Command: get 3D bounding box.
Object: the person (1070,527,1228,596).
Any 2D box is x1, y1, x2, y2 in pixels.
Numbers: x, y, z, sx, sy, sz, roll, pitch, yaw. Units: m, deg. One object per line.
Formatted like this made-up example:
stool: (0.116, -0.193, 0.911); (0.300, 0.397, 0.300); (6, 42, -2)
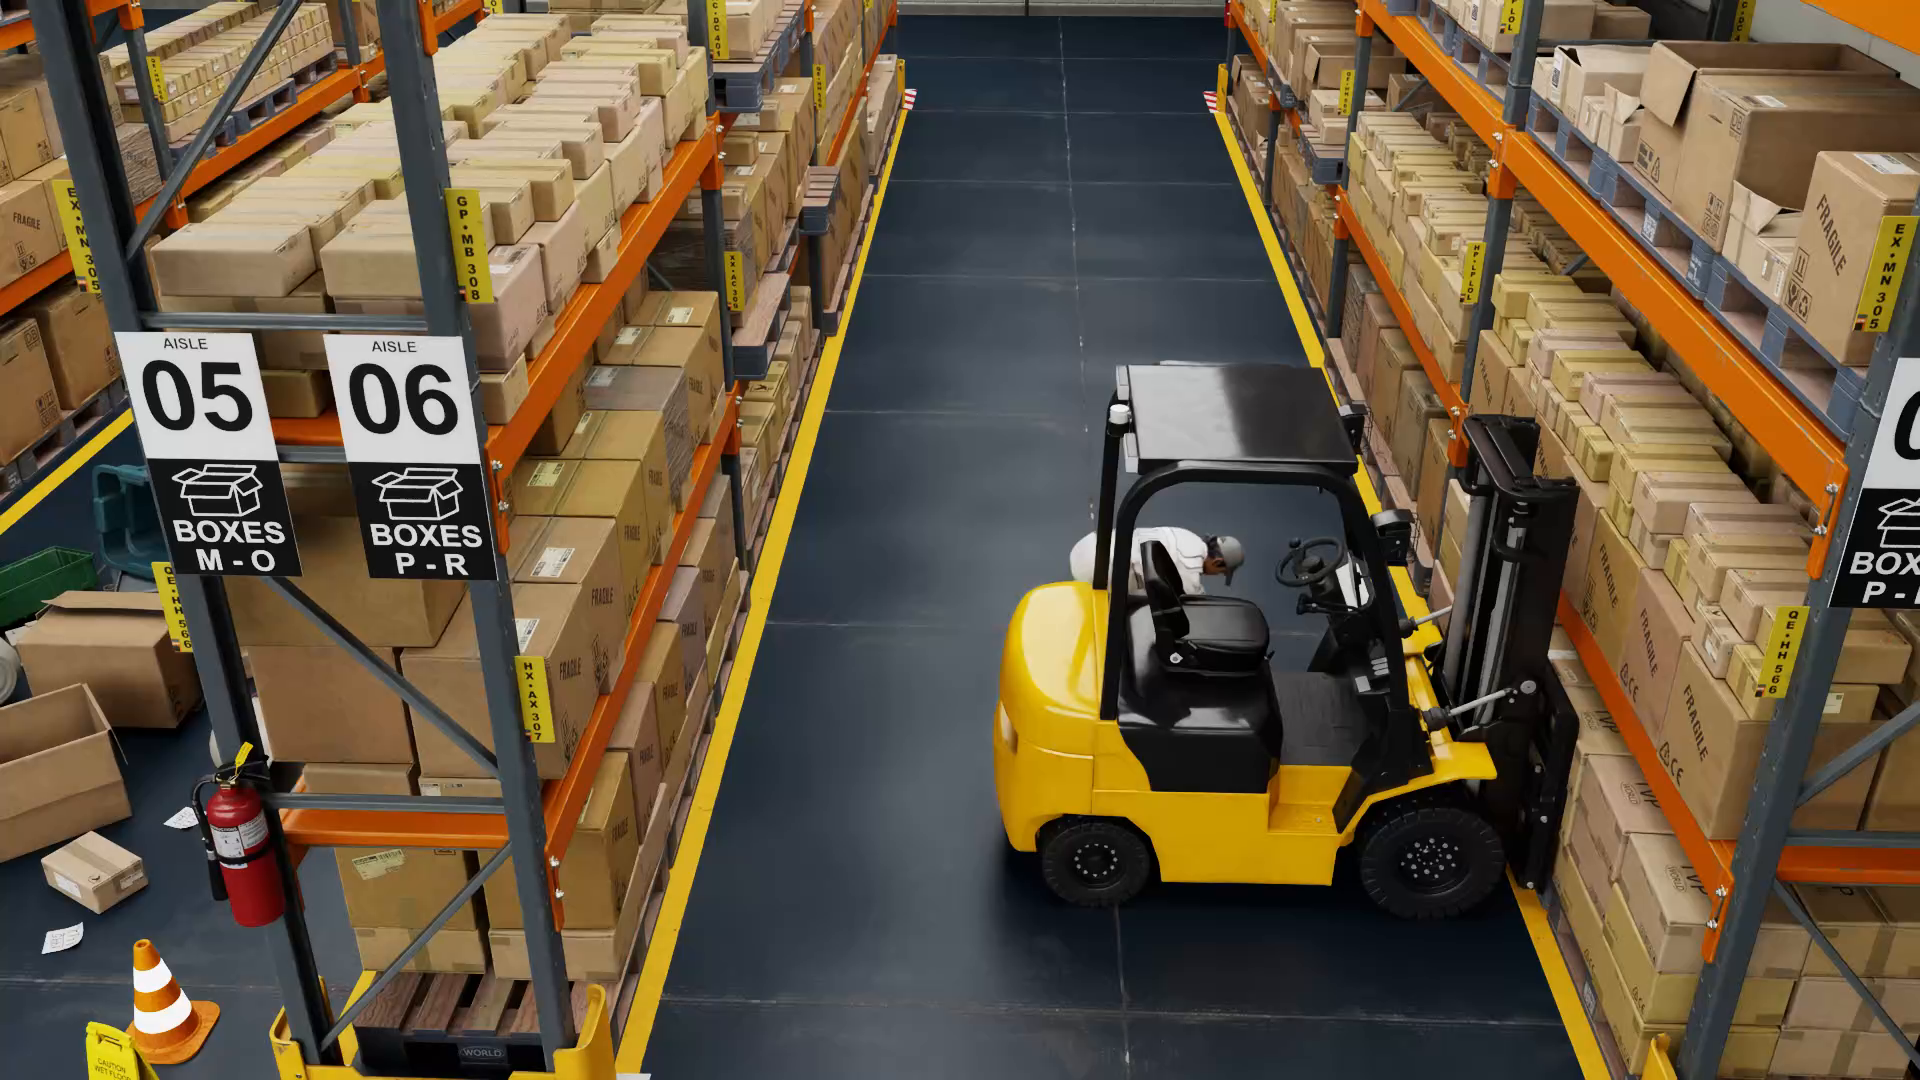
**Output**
person: (1.053, 0.301, 9.047); (0.918, 0.763, 0.508); (0, 28, 1)
